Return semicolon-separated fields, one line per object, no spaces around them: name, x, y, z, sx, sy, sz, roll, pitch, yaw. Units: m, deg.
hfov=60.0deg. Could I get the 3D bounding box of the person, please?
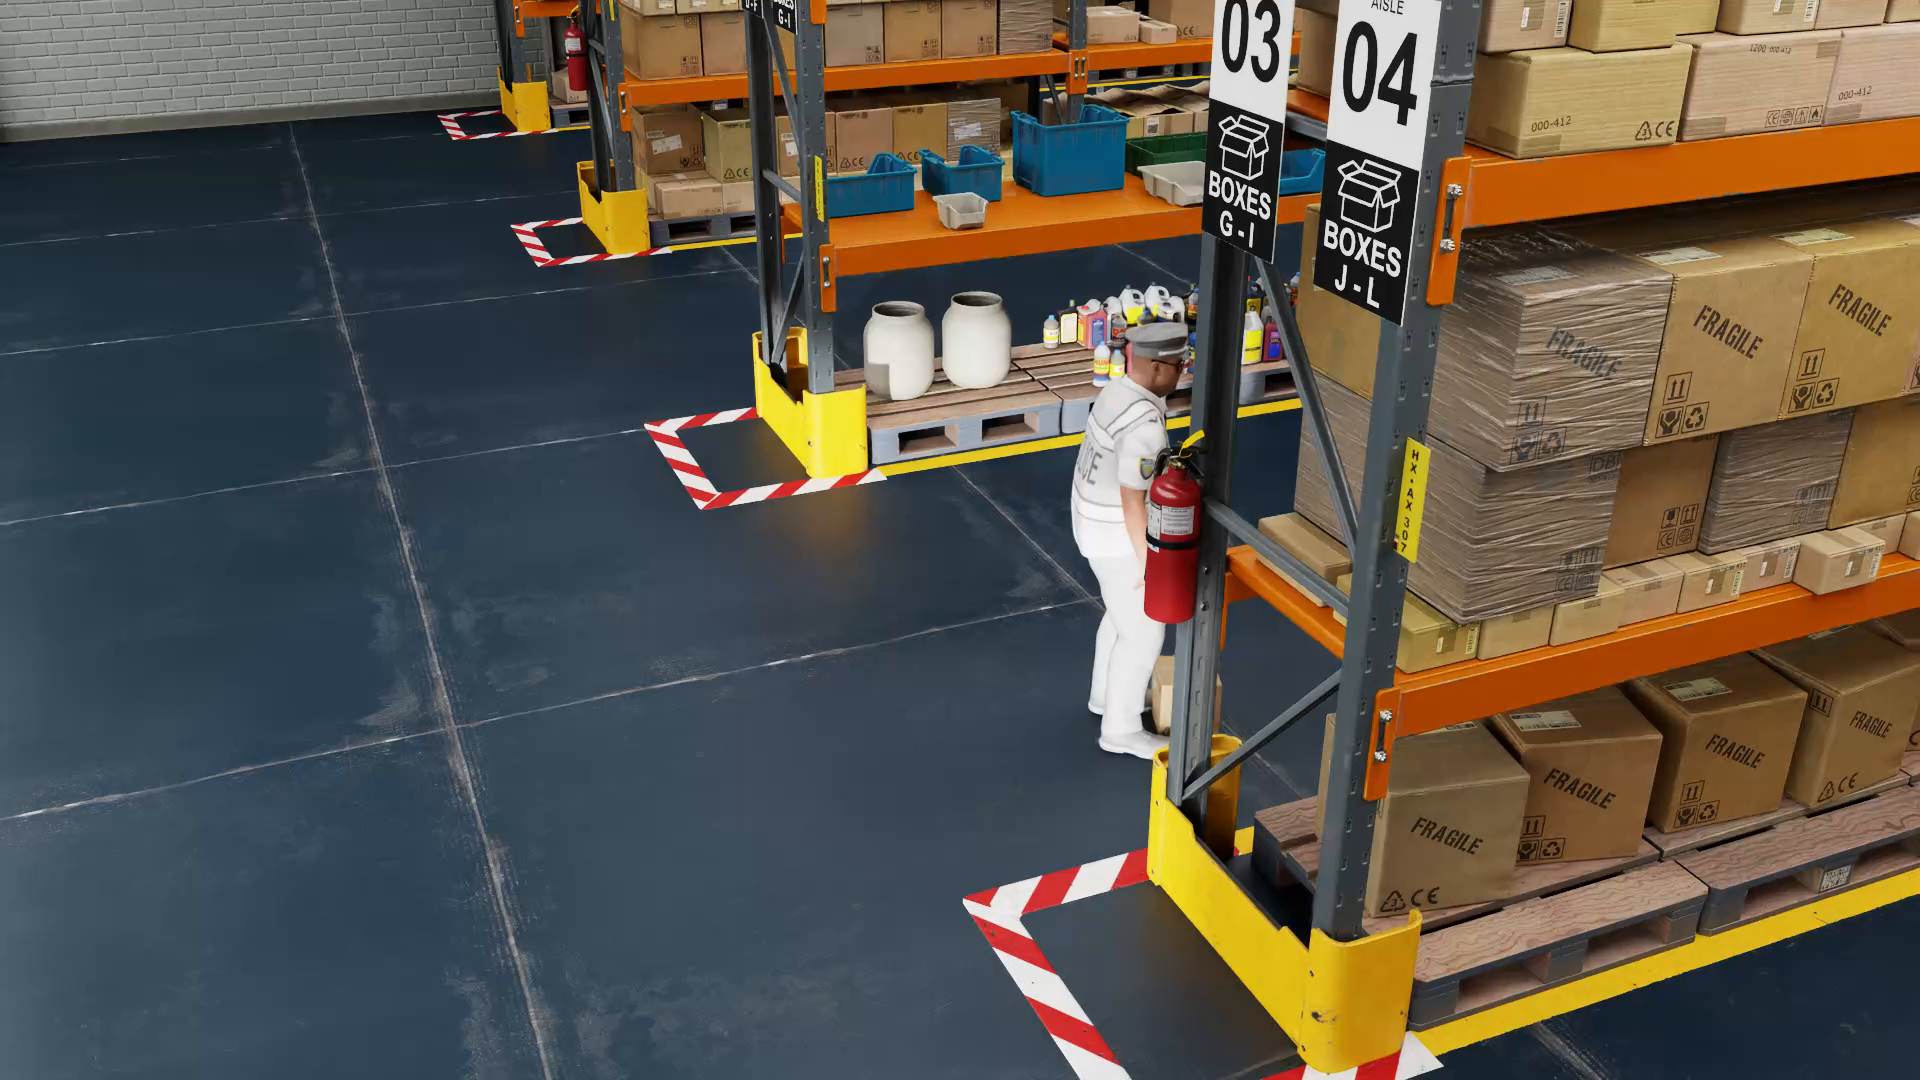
person;0.667;-0.012;6.630;0.436;1.746;0.590;-2;26;-4
